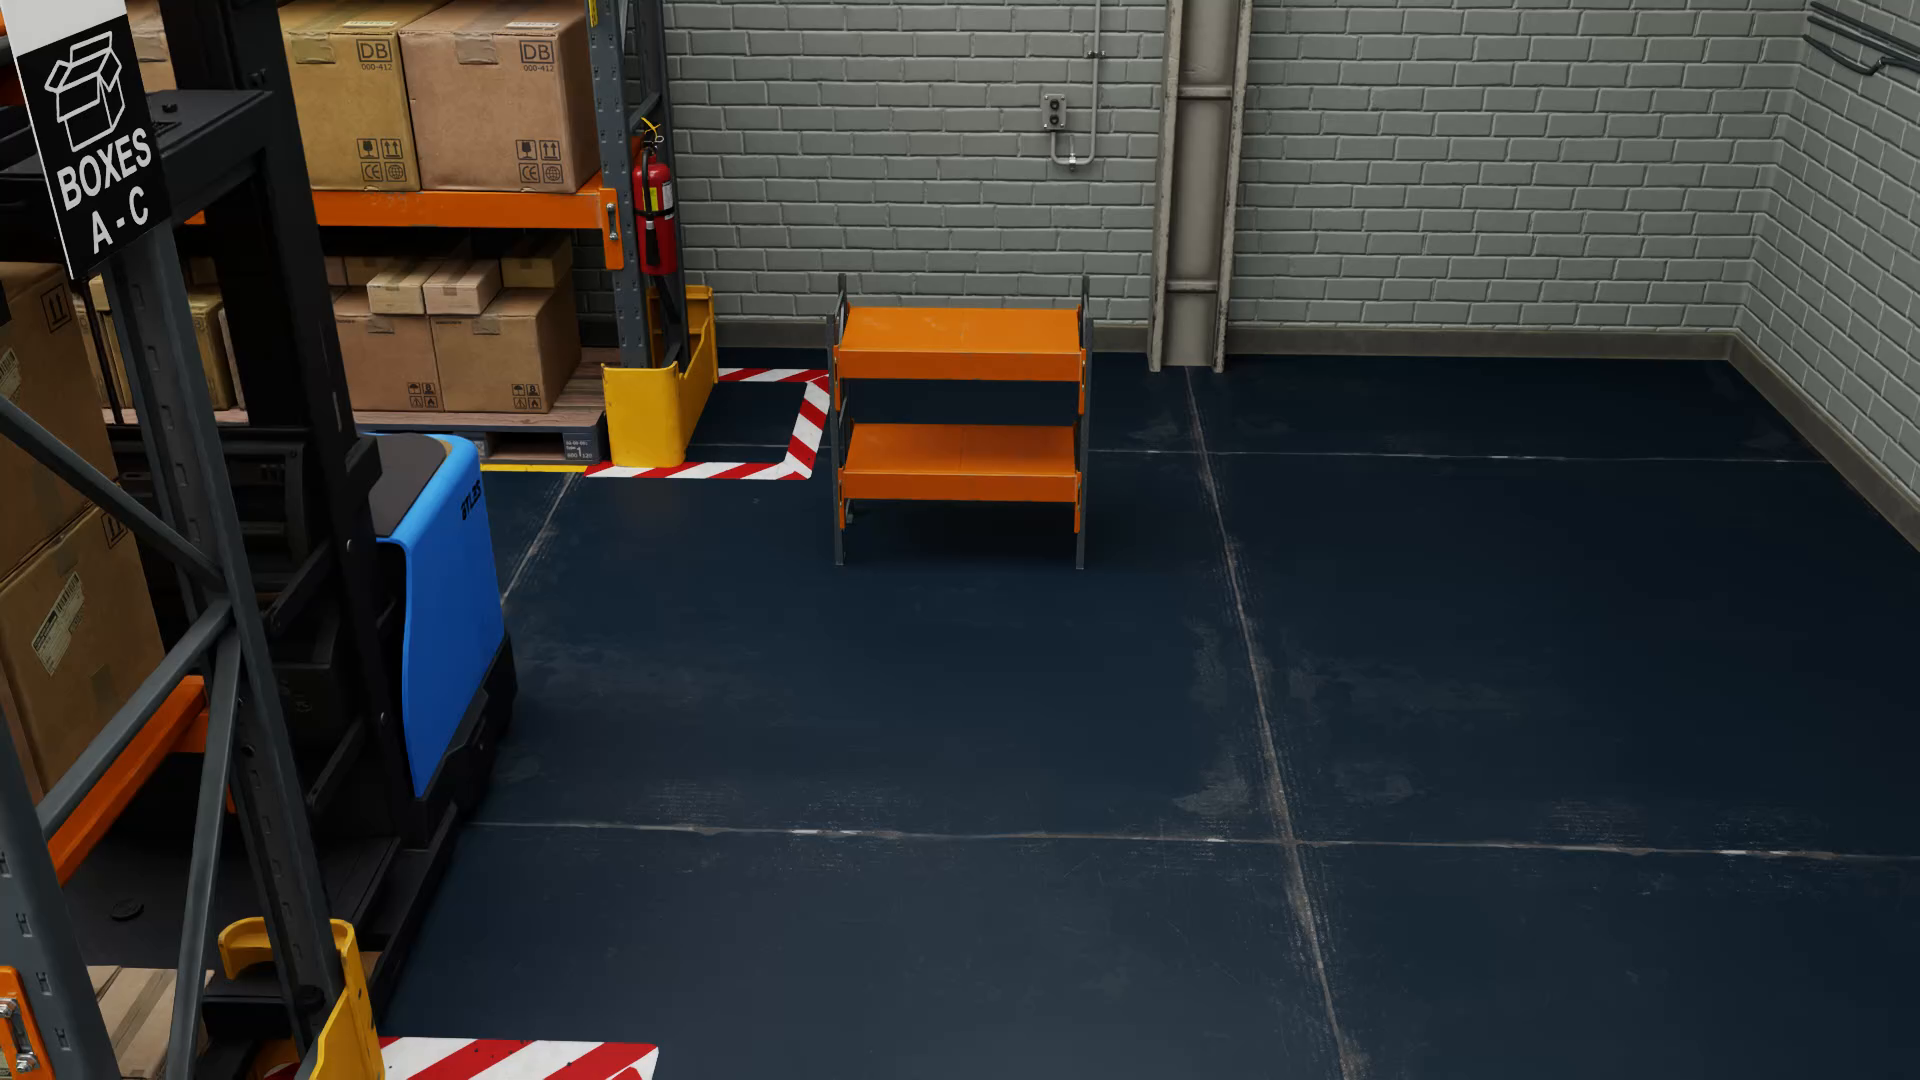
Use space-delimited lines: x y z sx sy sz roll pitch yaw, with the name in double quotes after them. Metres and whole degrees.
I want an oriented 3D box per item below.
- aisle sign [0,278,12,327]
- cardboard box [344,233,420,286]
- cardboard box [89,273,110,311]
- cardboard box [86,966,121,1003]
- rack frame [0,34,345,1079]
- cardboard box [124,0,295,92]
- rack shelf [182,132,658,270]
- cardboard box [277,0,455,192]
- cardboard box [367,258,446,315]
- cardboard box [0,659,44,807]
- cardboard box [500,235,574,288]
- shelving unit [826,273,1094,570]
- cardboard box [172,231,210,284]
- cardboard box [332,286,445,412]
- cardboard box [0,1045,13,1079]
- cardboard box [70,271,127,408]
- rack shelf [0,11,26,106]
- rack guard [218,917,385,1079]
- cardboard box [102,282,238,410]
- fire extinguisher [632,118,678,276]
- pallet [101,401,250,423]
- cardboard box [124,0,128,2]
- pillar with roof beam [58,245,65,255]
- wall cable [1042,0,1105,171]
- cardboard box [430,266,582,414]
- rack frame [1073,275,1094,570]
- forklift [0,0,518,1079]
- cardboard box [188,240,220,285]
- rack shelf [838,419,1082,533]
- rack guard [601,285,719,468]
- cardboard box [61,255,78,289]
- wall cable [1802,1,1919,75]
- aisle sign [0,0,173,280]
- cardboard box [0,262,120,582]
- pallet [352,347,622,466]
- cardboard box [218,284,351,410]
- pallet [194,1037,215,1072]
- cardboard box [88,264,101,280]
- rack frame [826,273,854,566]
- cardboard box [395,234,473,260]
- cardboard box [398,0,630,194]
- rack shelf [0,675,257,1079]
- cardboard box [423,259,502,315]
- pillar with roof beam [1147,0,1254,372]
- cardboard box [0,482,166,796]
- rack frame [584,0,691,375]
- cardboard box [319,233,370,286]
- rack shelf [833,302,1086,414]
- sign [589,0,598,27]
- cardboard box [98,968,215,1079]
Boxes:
-1.614 -0.629 2.458 0.004 0.787 0.394 1 28 2 "aisle sign"
-2.828 -1.380 8.178 0.250 0.149 0.380 1 28 2 "cardboard box"
-3.897 -1.217 7.871 0.250 0.149 0.380 0 28 0 "cardboard box"
-2.328 1.261 4.224 0.250 0.166 0.380 1 28 2 "cardboard box"
-1.671 0.374 3.342 0.053 2.616 0.949 1 28 2 "rack frame"
-3.499 -2.103 7.695 0.700 0.700 0.980 0 28 -1 "cardboard box"
-3.499 -1.659 7.944 4.000 0.370 1.077 1 28 2 "rack shelf"
-2.738 -2.086 7.663 0.700 0.700 0.980 1 28 1 "cardboard box"
-2.594 -1.197 7.832 0.250 0.149 0.380 2 28 3 "cardboard box"
-2.129 0.451 3.089 0.500 0.500 0.500 2 28 3 "cardboard box"
-2.071 -1.367 8.155 0.250 0.149 0.380 1 28 2 "cardboard box"
0.007 -0.497 6.986 1.048 1.125 0.538 1 28 2 "shelving unit"
-3.849 -1.396 8.208 0.250 0.149 0.380 1 28 2 "cardboard box"
-2.703 -0.997 8.149 0.500 0.500 0.700 1 28 2 "cardboard box"
-2.223 1.392 3.621 0.500 0.500 0.500 1 28 2 "cardboard box"
-4.252 -1.020 8.193 0.500 0.500 0.700 1 28 1 "cardboard box"
-3.670 -0.665 2.867 4.000 0.370 1.077 1 28 2 "rack shelf"
-1.747 1.479 3.927 0.348 0.500 1.175 1 28 2 "rack guard"
-3.739 -1.011 8.175 0.500 0.500 0.700 2 28 3 "cardboard box"
-1.366 -1.526 7.407 0.183 0.674 0.296 1 28 2 "fire extinguisher"
-3.518 -0.709 8.363 1.213 0.211 1.003 1 28 2 "pallet"
-4.227 -2.111 7.709 0.700 0.700 0.980 0 28 0 "cardboard box"
-4.920 -3.038 3.374 0.400 9.000 9.100 1 28 2 "pillar with roof beam"
-0.187 -2.814 8.271 1.851 1.984 0.084 1 28 2 "wall cable"
-2.203 -0.989 8.134 0.500 0.500 0.700 1 28 2 "cardboard box"
0.515 -0.488 6.970 0.032 1.125 0.500 1 28 2 "rack frame"
-2.175 -0.024 4.165 1.130 2.935 3.031 1 28 1 "forklift"
-3.591 -1.392 8.201 0.250 0.149 0.380 0 28 1 "cardboard box"
0.007 -0.281 7.101 1.000 0.278 0.538 1 28 2 "rack shelf"
-1.476 -0.838 8.298 0.348 0.500 1.175 1 28 2 "rack guard"
-4.418 -1.226 7.888 0.250 0.149 0.380 2 28 4 "cardboard box"
4.140 -2.961 6.544 0.112 2.526 3.097 1 28 2 "wall cable"
-1.593 -0.909 2.987 0.004 0.787 0.394 1 28 2 "aisle sign"
-2.105 -0.241 3.328 0.500 0.500 0.500 2 28 3 "cardboard box"
-2.302 -0.688 8.322 1.213 0.211 1.003 1 28 2 "pallet"
-3.206 -1.005 8.165 0.500 0.500 0.700 0 28 0 "cardboard box"
-2.544 1.594 4.019 1.213 0.211 1.003 1 28 2 "pallet"
-4.102 -1.400 8.217 0.250 0.149 0.380 0 28 0 "cardboard box"
-0.501 -0.505 7.002 0.032 1.125 0.500 1 28 2 "rack frame"
-2.578 -1.375 8.170 0.250 0.149 0.380 1 28 2 "cardboard box"
-2.010 -2.080 7.650 0.700 0.700 0.980 2 28 4 "cardboard box"
-3.670 0.660 3.570 4.000 0.370 1.077 1 28 2 "rack shelf"
-2.338 -1.193 7.825 0.250 0.149 0.380 1 28 1 "cardboard box"
1.077 -2.939 3.187 0.400 9.000 9.100 1 28 2 "pillar with roof beam"
-2.105 0.201 3.562 0.500 0.500 0.500 2 28 3 "cardboard box"
-1.500 -1.943 7.713 0.127 3.000 1.000 1 28 2 "rack frame"
-3.082 -1.384 8.185 0.250 0.149 0.380 1 28 3 "cardboard box"
0.007 -0.755 6.849 1.000 0.278 0.538 1 28 2 "rack shelf"
-1.533 -2.306 6.908 0.005 0.325 0.100 1 28 2 "sign"
-2.078 1.273 4.220 0.250 0.149 0.380 1 28 2 "cardboard box"
